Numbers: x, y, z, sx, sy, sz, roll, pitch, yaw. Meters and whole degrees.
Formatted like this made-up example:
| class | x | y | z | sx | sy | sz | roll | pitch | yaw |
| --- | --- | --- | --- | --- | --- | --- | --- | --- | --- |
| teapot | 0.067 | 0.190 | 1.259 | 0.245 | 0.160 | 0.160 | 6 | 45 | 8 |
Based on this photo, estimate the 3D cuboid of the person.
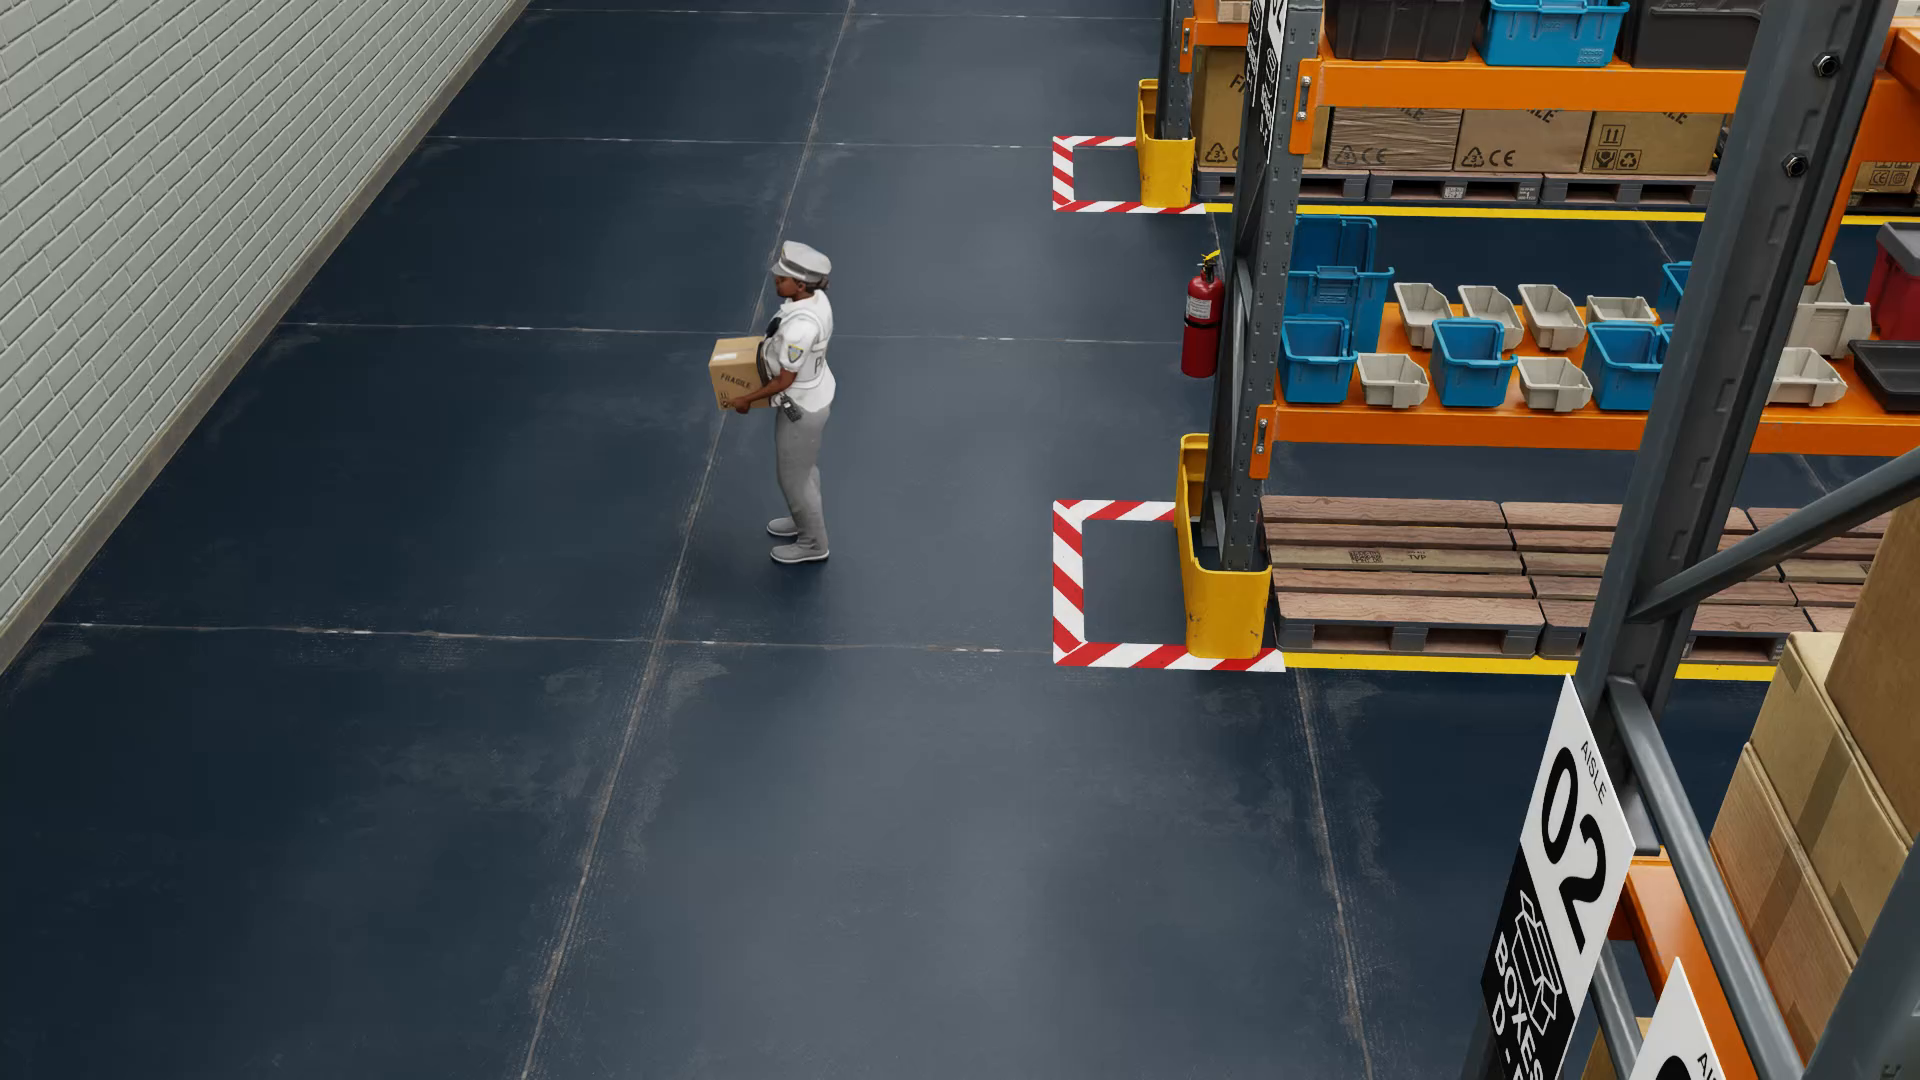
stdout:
| class | x | y | z | sx | sy | sz | roll | pitch | yaw |
| --- | --- | --- | --- | --- | --- | --- | --- | --- | --- |
| person | -0.848 | -0.666 | 8.017 | 0.527 | 1.689 | 0.451 | 2 | 36 | 3 |
